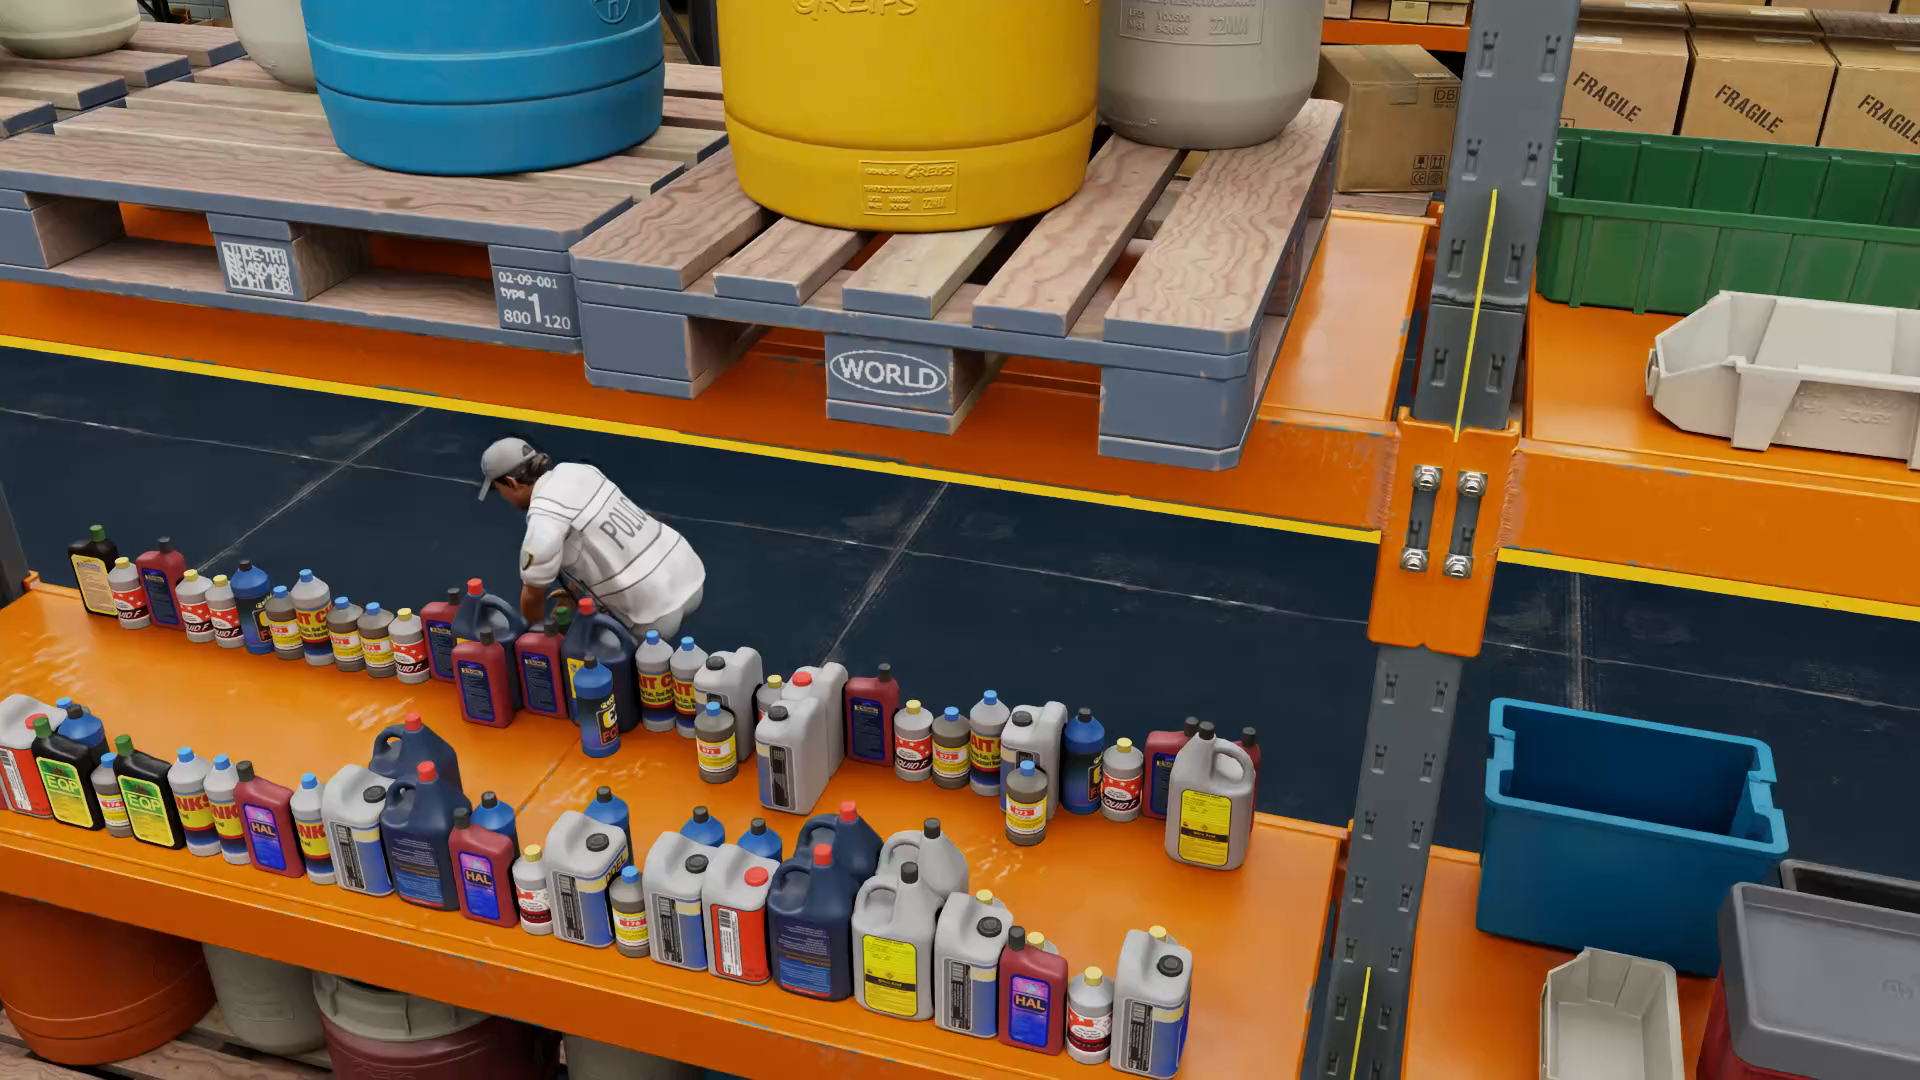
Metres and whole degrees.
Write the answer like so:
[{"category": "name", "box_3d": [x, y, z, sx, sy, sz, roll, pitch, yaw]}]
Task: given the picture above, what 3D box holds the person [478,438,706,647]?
[{"category": "person", "box_3d": [-1.347, 0.233, 6.127, 0.786, 1.265, 0.532, 9, 31, 15]}]
